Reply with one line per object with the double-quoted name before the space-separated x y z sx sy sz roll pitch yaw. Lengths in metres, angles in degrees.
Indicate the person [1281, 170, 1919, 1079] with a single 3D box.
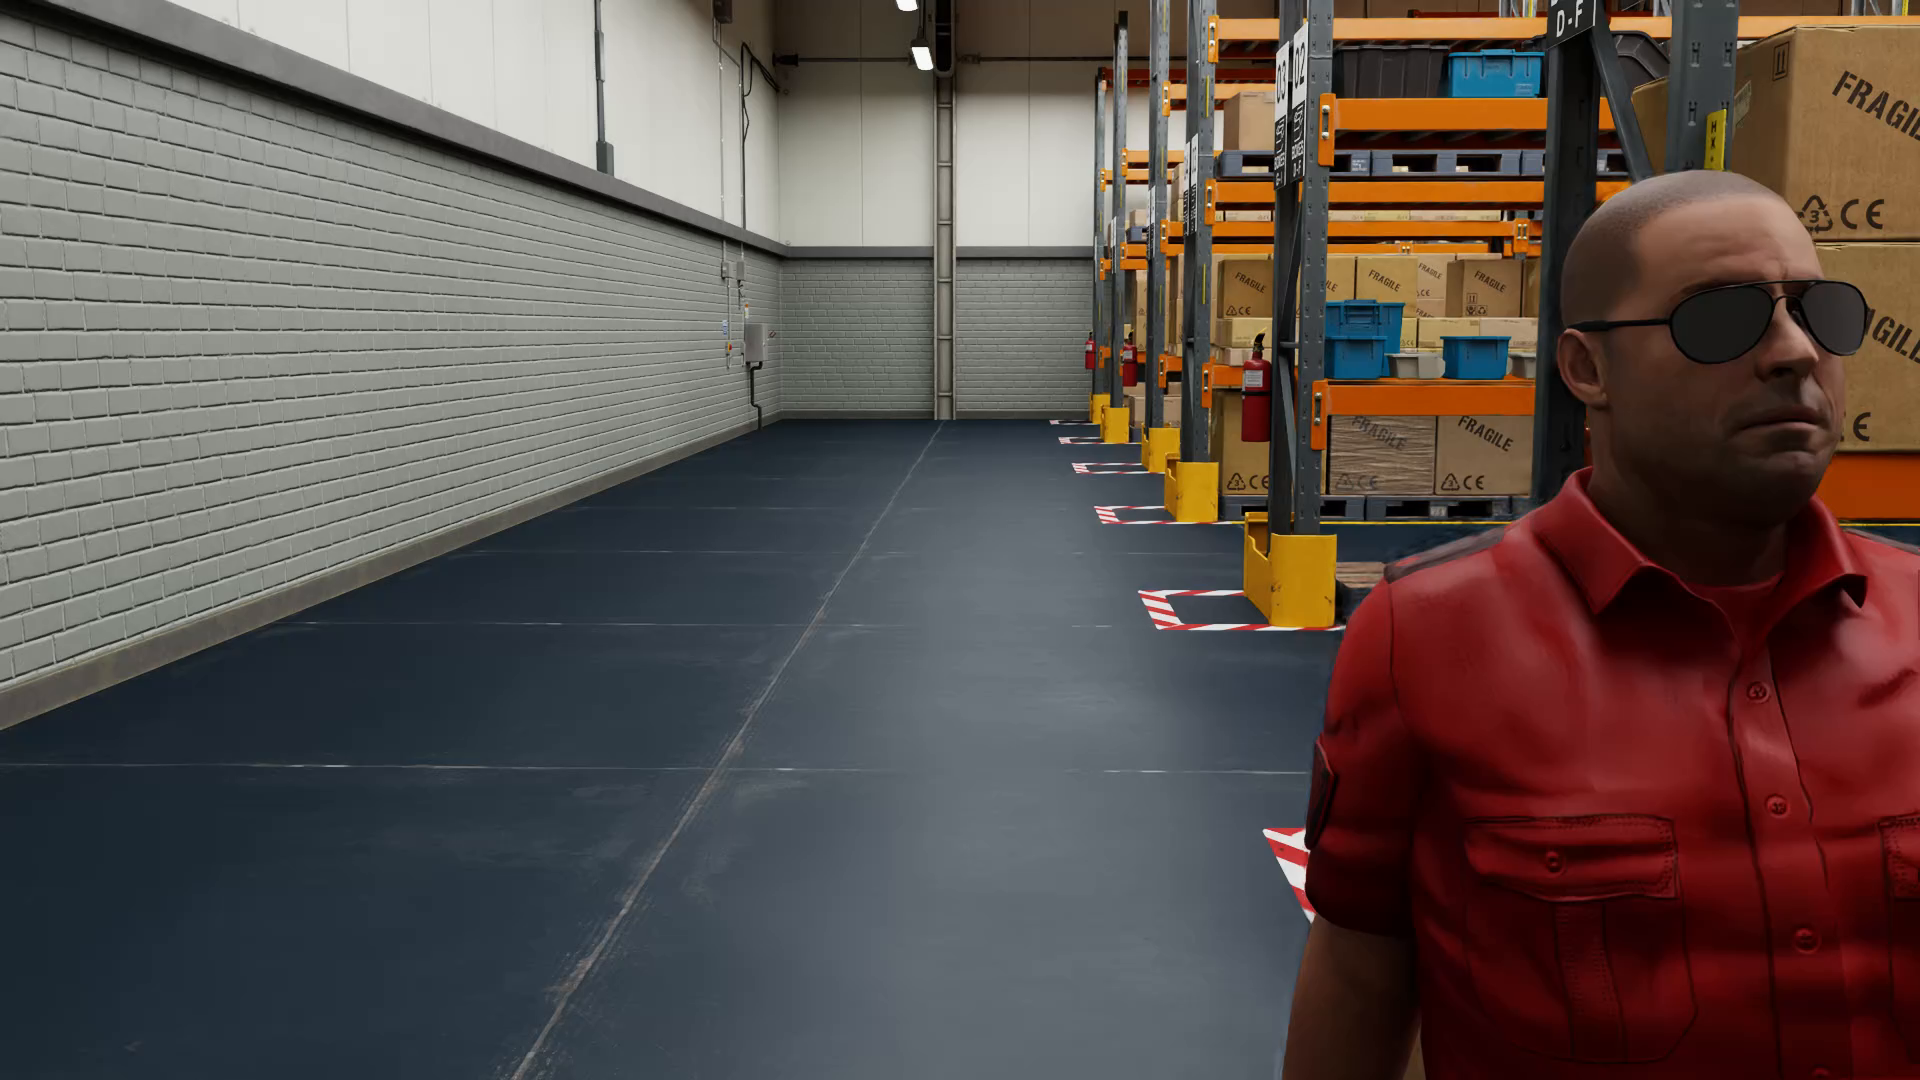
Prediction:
"person" 0.518 0.556 1.188 0.566 1.619 0.800 0 7 2
